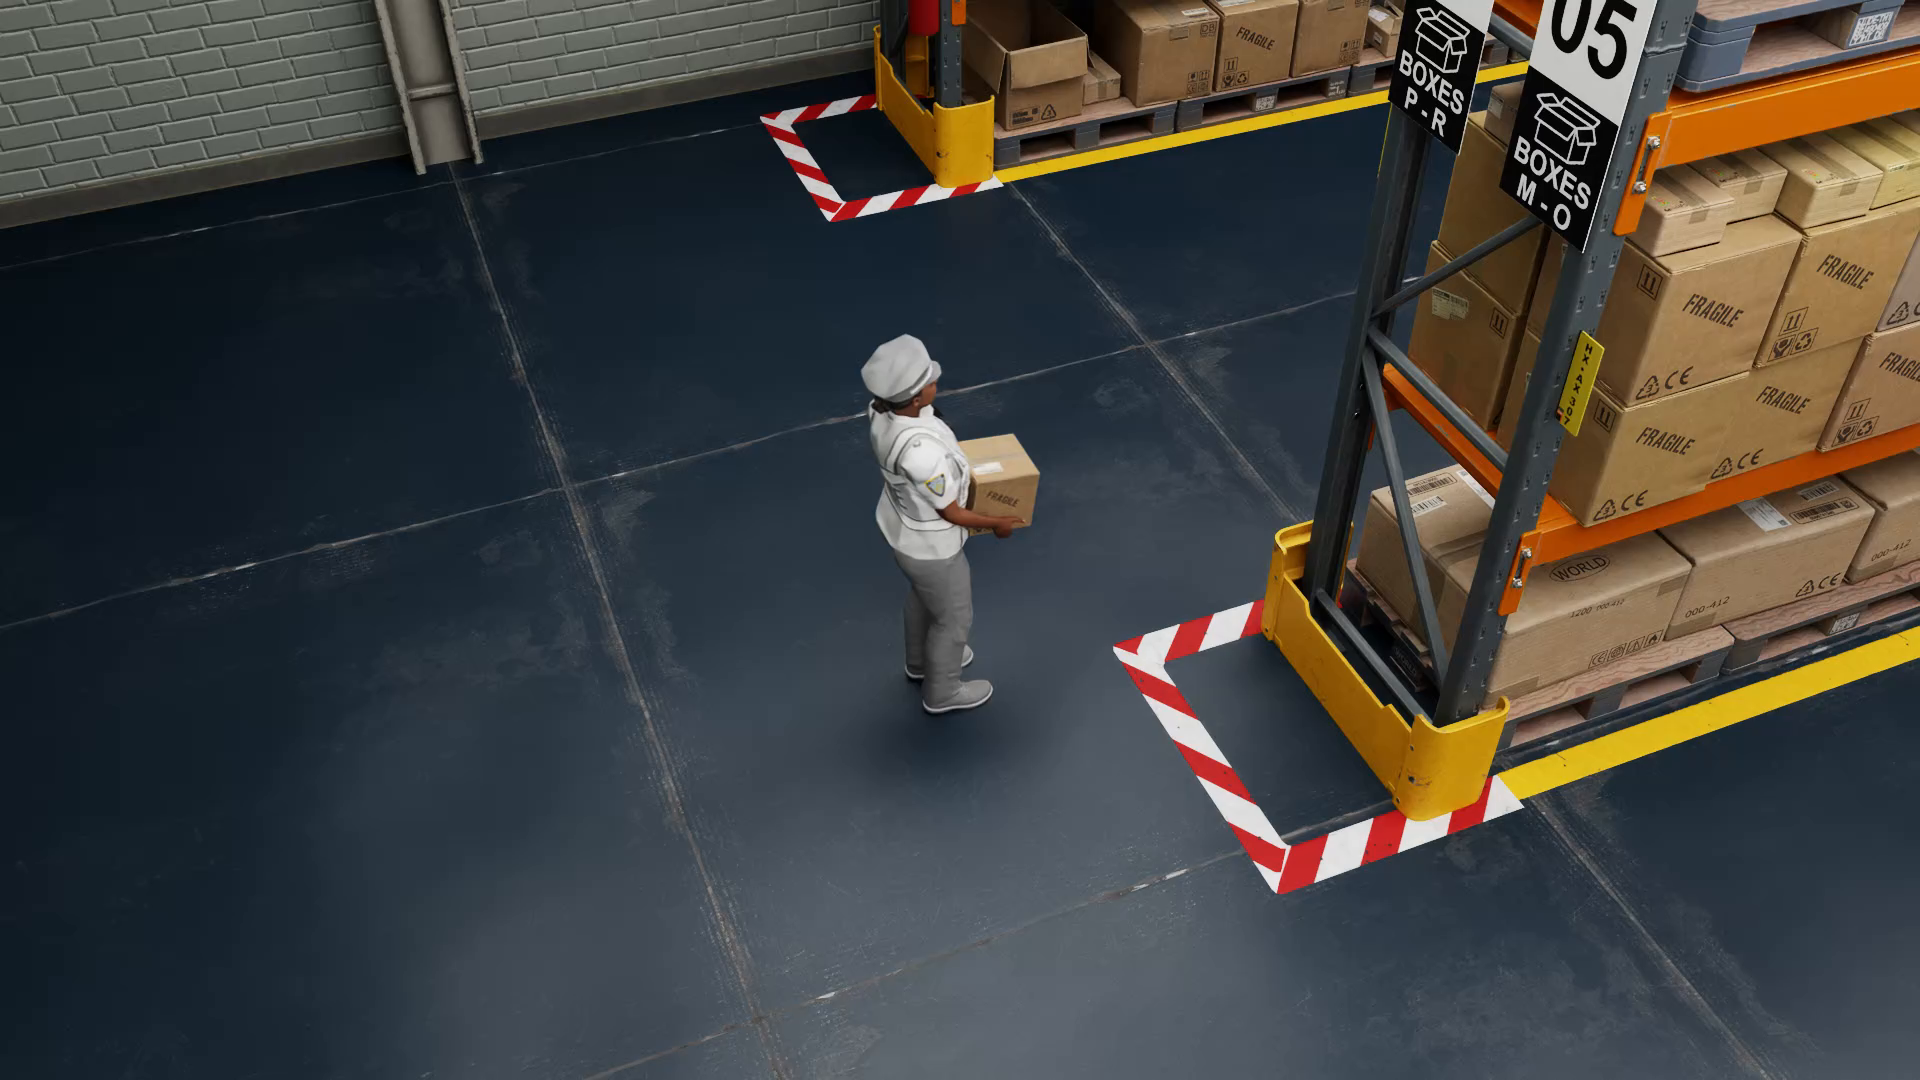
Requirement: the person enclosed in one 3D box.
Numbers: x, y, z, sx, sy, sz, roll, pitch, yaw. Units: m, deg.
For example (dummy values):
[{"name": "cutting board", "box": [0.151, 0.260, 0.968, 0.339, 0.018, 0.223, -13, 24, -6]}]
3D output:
[{"name": "person", "box": [-0.061, -0.044, 6.190, 0.538, 1.687, 0.450, -15, 44, -16]}]
